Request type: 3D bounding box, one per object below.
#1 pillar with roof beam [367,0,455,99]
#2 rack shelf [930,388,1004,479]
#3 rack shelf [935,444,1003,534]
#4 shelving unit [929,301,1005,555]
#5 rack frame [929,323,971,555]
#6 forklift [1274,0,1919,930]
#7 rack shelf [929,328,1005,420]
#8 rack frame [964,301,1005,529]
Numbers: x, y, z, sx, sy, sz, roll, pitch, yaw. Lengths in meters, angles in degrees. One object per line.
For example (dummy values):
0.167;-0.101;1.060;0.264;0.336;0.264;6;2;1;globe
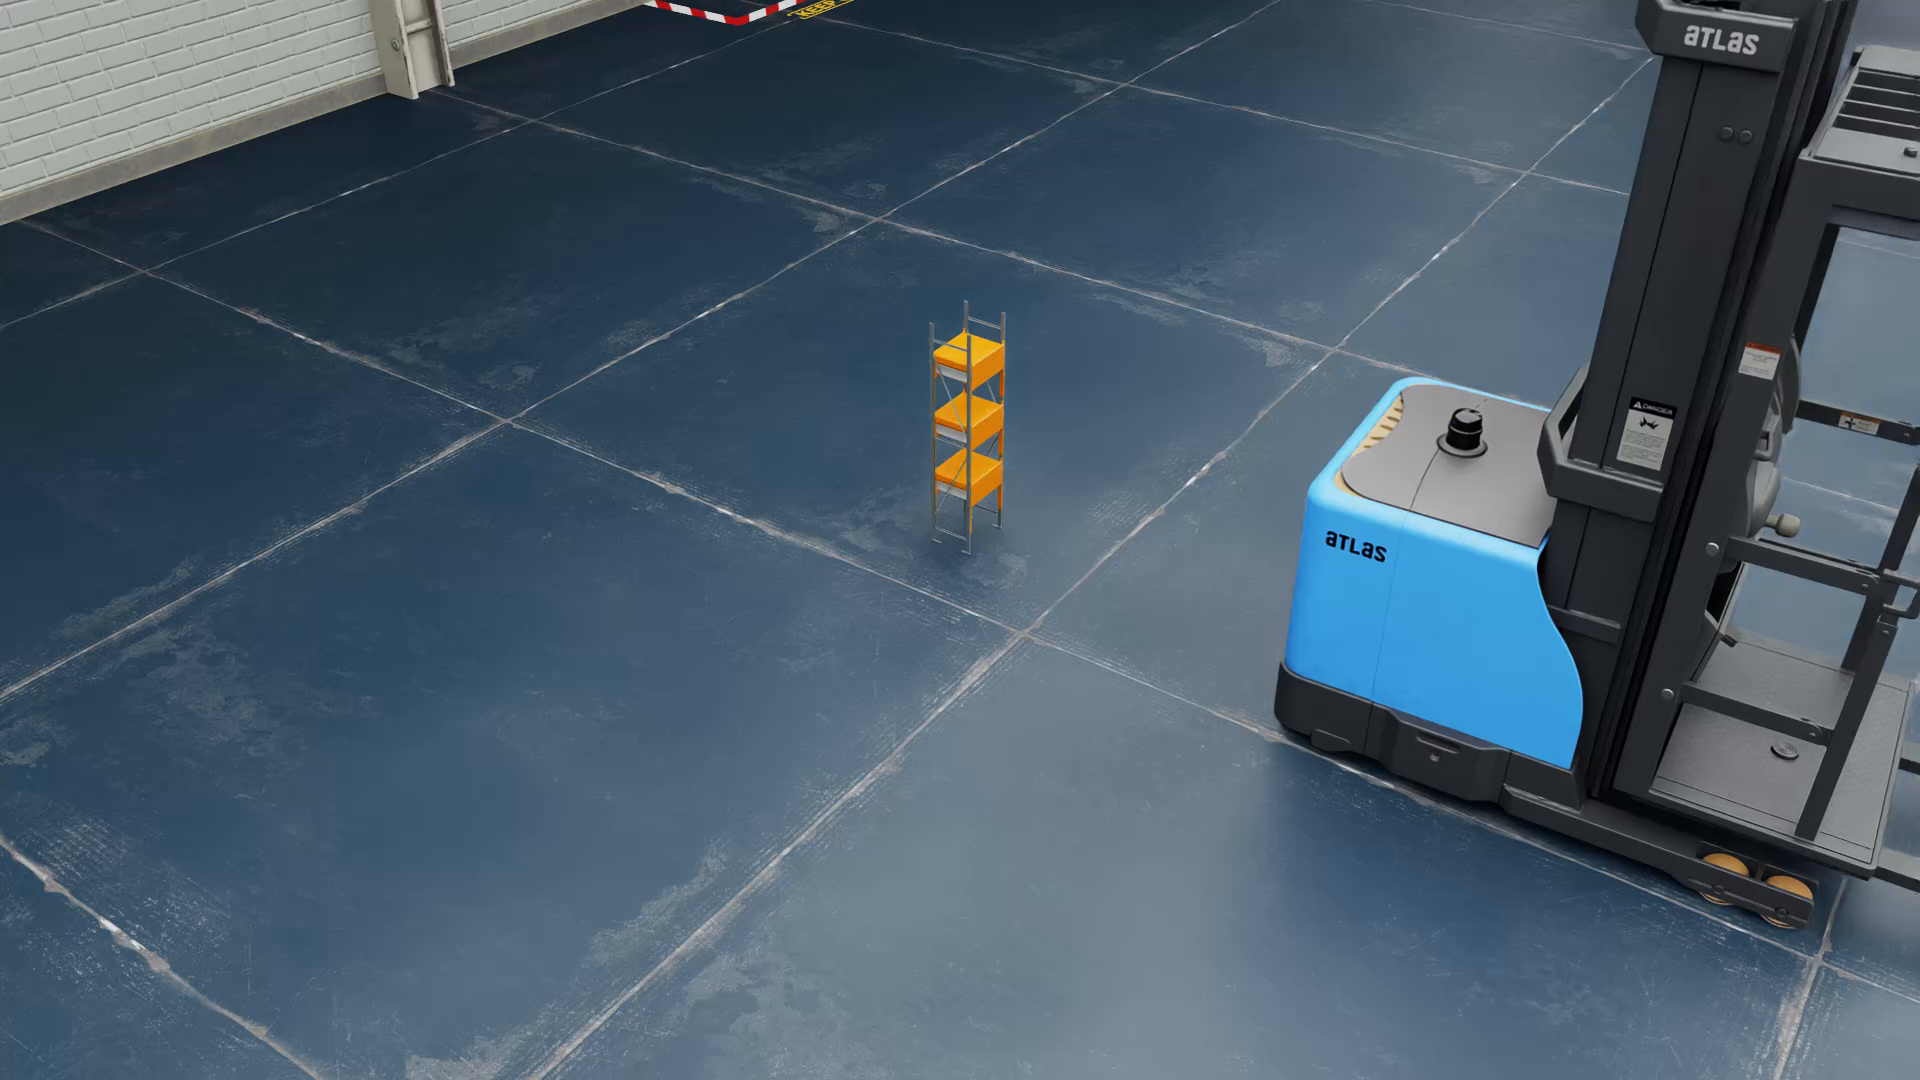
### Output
-0.399;-5.650;7.572;9.100;9.000;0.400;21;39;28;pillar with roof beam
0.031;-0.451;6.998;0.215;0.259;0.240;21;39;28;rack shelf
0.031;-0.221;7.154;0.215;0.259;0.240;21;39;28;rack shelf
0.031;-0.460;6.992;0.215;1.050;0.252;21;39;28;shelving unit
-0.039;-0.403;6.909;0.200;1.050;0.008;21;39;28;rack frame
2.690;-0.299;5.076;3.031;2.935;1.130;19;38;26;forklift
0.031;-0.686;6.839;0.215;0.259;0.240;21;39;28;rack shelf
0.100;-0.516;7.075;0.200;1.050;0.008;21;39;28;rack frame
